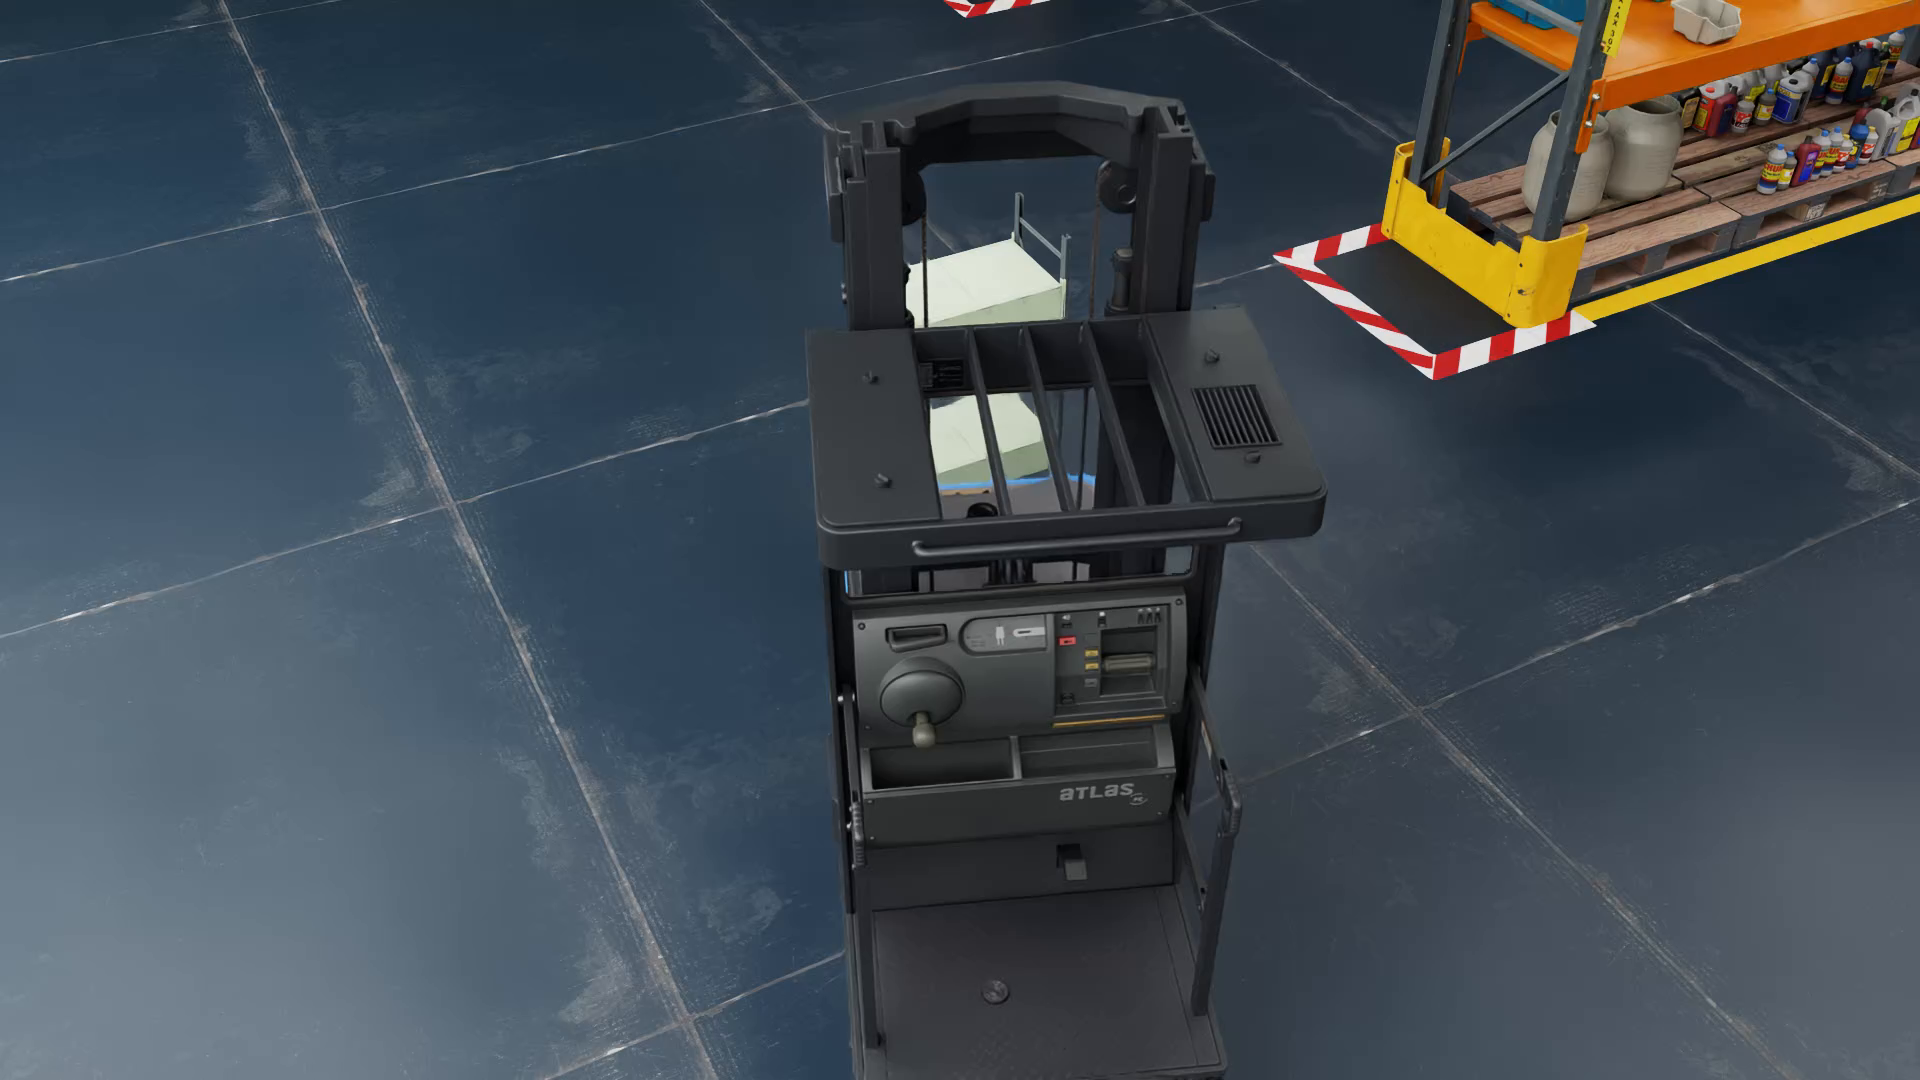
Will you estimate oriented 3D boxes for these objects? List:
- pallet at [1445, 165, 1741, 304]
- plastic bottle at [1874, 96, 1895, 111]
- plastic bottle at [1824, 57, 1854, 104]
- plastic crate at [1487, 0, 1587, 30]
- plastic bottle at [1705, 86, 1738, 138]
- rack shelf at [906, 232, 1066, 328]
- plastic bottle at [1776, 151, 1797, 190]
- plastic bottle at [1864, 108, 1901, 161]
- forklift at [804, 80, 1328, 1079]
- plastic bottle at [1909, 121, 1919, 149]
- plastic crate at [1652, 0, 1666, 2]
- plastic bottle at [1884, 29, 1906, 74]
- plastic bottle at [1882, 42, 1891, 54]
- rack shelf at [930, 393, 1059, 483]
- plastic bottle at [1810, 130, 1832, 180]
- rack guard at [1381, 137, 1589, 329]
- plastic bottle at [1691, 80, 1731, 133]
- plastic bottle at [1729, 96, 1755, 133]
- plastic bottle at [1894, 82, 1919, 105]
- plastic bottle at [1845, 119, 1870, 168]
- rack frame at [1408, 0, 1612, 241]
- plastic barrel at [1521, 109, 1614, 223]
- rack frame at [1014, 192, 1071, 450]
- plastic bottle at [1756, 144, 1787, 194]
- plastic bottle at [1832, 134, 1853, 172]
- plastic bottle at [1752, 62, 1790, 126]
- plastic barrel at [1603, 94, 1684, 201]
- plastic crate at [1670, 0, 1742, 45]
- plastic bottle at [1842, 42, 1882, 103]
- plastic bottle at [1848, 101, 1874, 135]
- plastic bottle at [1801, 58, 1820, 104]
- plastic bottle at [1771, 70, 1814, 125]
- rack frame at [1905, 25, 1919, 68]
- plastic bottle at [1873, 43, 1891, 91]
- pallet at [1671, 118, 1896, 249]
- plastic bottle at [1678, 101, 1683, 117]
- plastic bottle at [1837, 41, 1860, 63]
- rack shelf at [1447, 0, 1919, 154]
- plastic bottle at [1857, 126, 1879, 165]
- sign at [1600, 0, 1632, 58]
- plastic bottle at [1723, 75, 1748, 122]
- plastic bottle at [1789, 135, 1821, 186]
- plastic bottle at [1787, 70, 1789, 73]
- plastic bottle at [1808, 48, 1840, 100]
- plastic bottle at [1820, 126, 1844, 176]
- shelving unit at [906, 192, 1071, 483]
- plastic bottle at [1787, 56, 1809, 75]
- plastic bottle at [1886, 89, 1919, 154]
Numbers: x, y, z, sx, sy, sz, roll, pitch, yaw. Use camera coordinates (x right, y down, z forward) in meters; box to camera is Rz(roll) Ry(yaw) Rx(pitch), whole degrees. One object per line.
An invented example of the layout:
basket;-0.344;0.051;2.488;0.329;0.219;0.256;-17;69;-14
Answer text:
pallet;3.473;-1.775;9.184;1.213;0.211;1.003;-19;44;-21
plastic bottle;5.287;-2.416;9.544;0.133;0.283;0.061;-19;44;-21
plastic bottle;5.271;-2.755;9.955;0.097;0.271;0.097;0;40;0
plastic crate;3.010;-2.815;8.369;0.616;0.251;0.499;-19;44;-21
plastic bottle;4.416;-2.480;9.620;0.133;0.283;0.061;-19;44;-21
rack shelf;-0.006;-0.868;6.511;0.720;0.370;0.431;-19;44;-21
plastic bottle;4.548;-2.044;9.168;0.097;0.201;0.097;0;40;0
plastic bottle;5.211;-2.316;9.431;0.135;0.276;0.152;-18;43;-20
forklift;0.197;0.436;4.467;1.130;2.935;3.031;-4;40;-5
plastic bottle;5.518;-2.388;9.512;0.133;0.283;0.061;-16;43;-18
plastic crate;3.588;-3.005;8.594;0.408;0.251;0.499;-19;44;-21
plastic bottle;5.767;-3.027;10.276;0.097;0.271;0.097;0;40;0
plastic bottle;5.676;-2.970;10.262;0.097;0.201;0.097;0;40;0
rack shelf;-0.006;-0.322;6.974;0.720;0.370;0.431;-19;44;-21
plastic bottle;4.760;-2.142;9.230;0.097;0.271;0.097;0;40;0
rack guard;2.750;-1.646;8.808;0.348;0.500;1.175;-19;44;-21
plastic bottle;4.367;-2.538;9.694;0.135;0.276;0.152;-18;44;-20
plastic bottle;4.564;-2.485;9.689;0.097;0.201;0.097;0;40;0
plastic bottle;5.553;-2.536;9.691;0.135;0.276;0.152;-19;44;-21
plastic bottle;5.028;-2.232;9.337;0.097;0.271;0.097;0;40;0
rack frame;2.704;-2.551;7.942;0.127;3.000;1.000;-19;44;-21
plastic barrel;3.252;-2.002;8.894;0.421;0.512;0.421;0;40;0
rack frame;0.319;-0.680;6.892;0.023;1.500;0.400;-19;44;-21
plastic bottle;4.456;-2.040;9.109;0.097;0.271;0.097;0;40;0
plastic bottle;4.937;-2.175;9.323;0.097;0.201;0.097;0;40;0
plastic bottle;4.779;-2.673;9.796;0.284;0.351;0.242;-19;44;-21
plastic barrel;3.697;-2.151;9.070;0.421;0.512;0.421;0;40;0
plastic crate;3.646;-2.533;8.125;0.250;0.136;0.298;-19;44;-21
plastic bottle;5.411;-2.816;9.964;0.185;0.351;0.144;-19;44;-21
plastic bottle;5.161;-2.379;9.501;0.133;0.283;0.061;-19;44;-21
plastic bottle;5.063;-2.746;9.944;0.097;0.271;0.097;0;40;0
plastic bottle;4.890;-2.609;9.778;0.135;0.276;0.152;-19;44;-21
rack frame;6.252;-3.744;9.352;0.127;3.000;1.000;-19;44;-21
plastic bottle;5.542;-2.859;10.067;0.133;0.283;0.061;-19;44;-21
pallet;4.553;-2.137;9.611;1.213;0.211;1.003;-19;44;-21
plastic bottle;4.130;-2.450;9.648;0.097;0.201;0.097;0;40;0
plastic bottle;5.344;-2.898;10.062;0.185;0.351;0.144;-17;43;-20
rack shelf;4.478;-2.873;8.879;4.000;0.370;1.077;-19;44;-21
plastic bottle;5.119;-2.236;9.395;0.097;0.201;0.097;0;40;0
sign;2.954;-2.340;7.478;0.005;0.325;0.100;-19;44;-21
plastic bottle;4.490;-2.579;9.743;0.135;0.276;0.152;-20;44;-22
plastic bottle;4.665;-2.101;9.173;0.133;0.283;0.061;-18;43;-20
plastic bottle;4.915;-2.714;9.960;0.097;0.201;0.097;0;40;0
plastic bottle;5.177;-2.842;9.995;0.185;0.351;0.144;-20;44;-22
plastic bottle;4.849;-2.172;9.265;0.097;0.271;0.097;0;40;0
shelving unit;-0.006;-0.570;6.763;0.755;1.500;0.431;-19;44;-21
plastic bottle;5.011;-2.791;9.987;0.133;0.283;0.061;-17;43;-19
plastic bottle;5.357;-2.390;9.462;0.185;0.351;0.144;-19;44;-21
